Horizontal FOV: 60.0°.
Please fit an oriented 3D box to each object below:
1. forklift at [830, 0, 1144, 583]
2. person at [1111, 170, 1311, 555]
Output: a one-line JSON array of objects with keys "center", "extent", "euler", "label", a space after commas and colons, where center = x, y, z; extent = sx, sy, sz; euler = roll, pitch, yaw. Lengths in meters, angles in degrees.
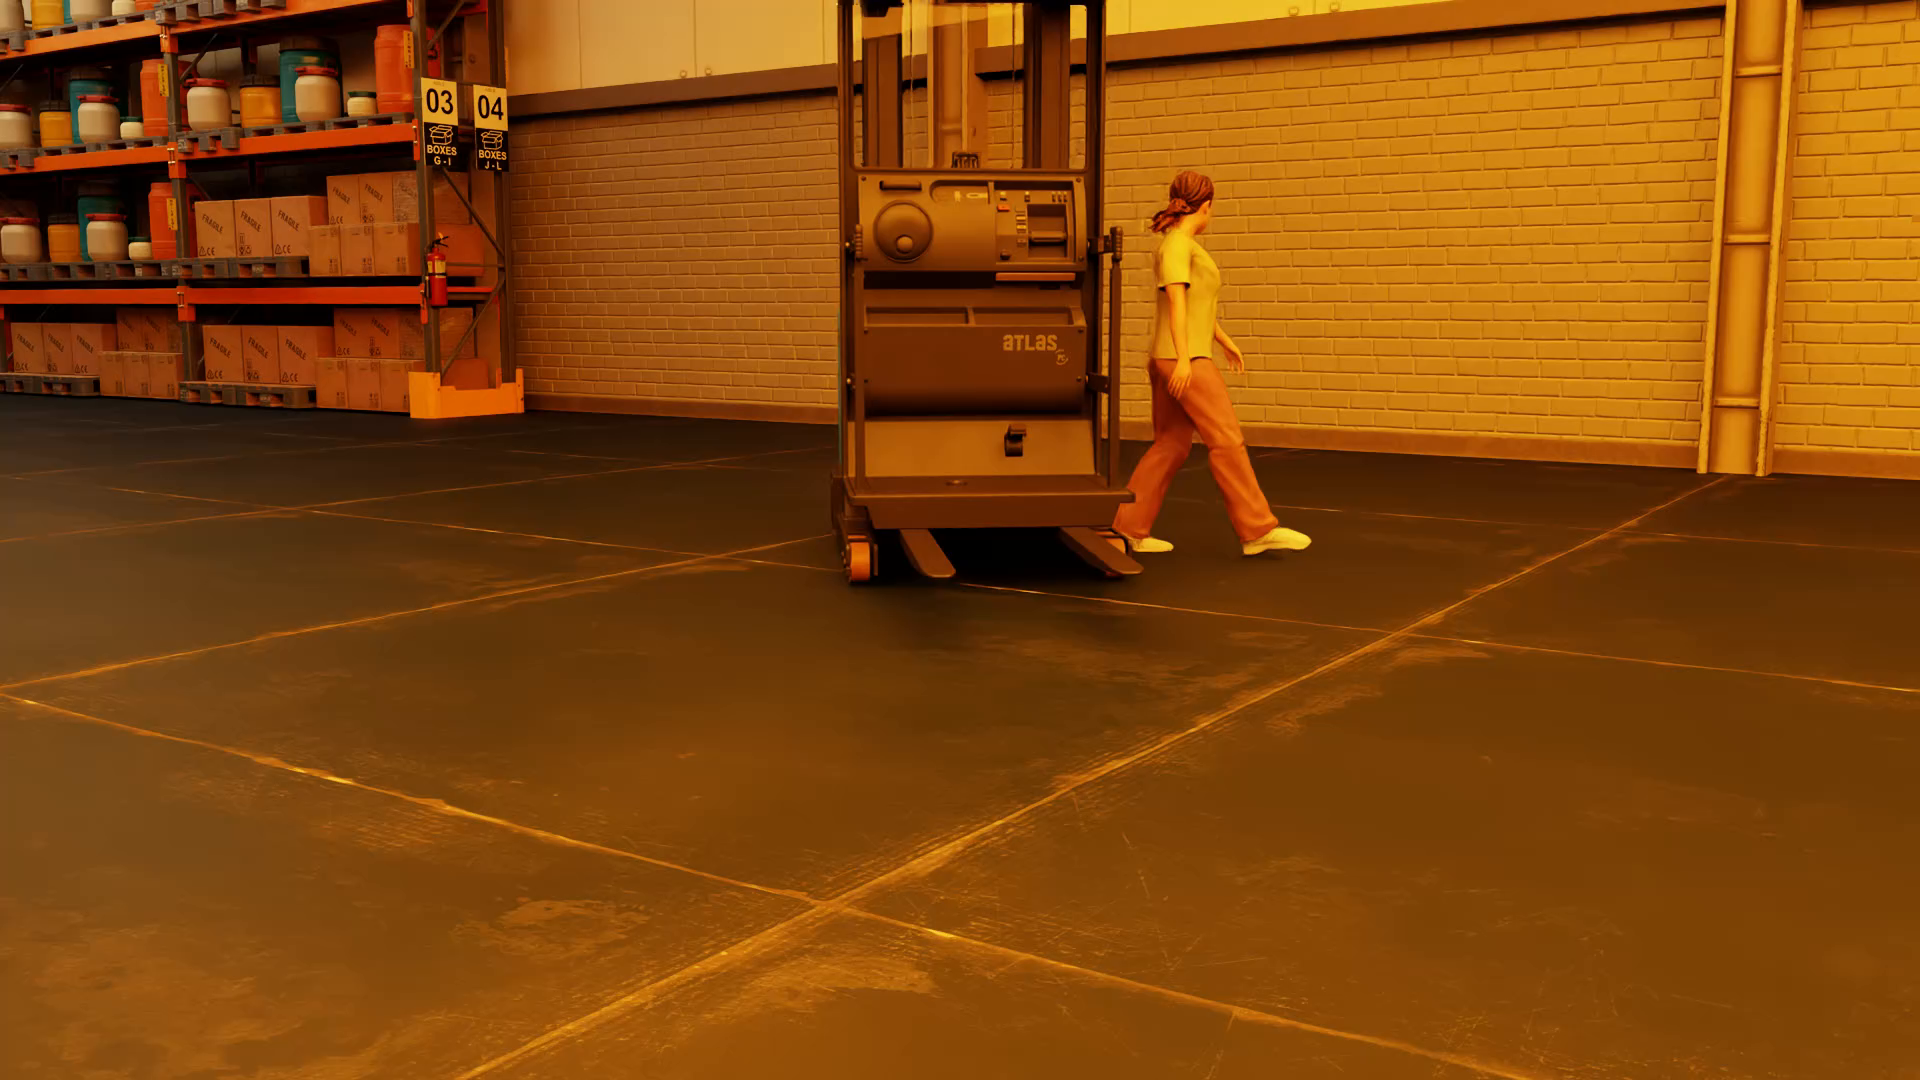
[{"center": [0.077, -1.333, 6.564], "extent": [1.130, 2.935, 3.031], "euler": [-1, 8, -6], "label": "forklift"}, {"center": [1.048, -0.738, 7.073], "extent": [0.845, 1.644, 0.653], "euler": [0, 8, -2], "label": "person"}]
